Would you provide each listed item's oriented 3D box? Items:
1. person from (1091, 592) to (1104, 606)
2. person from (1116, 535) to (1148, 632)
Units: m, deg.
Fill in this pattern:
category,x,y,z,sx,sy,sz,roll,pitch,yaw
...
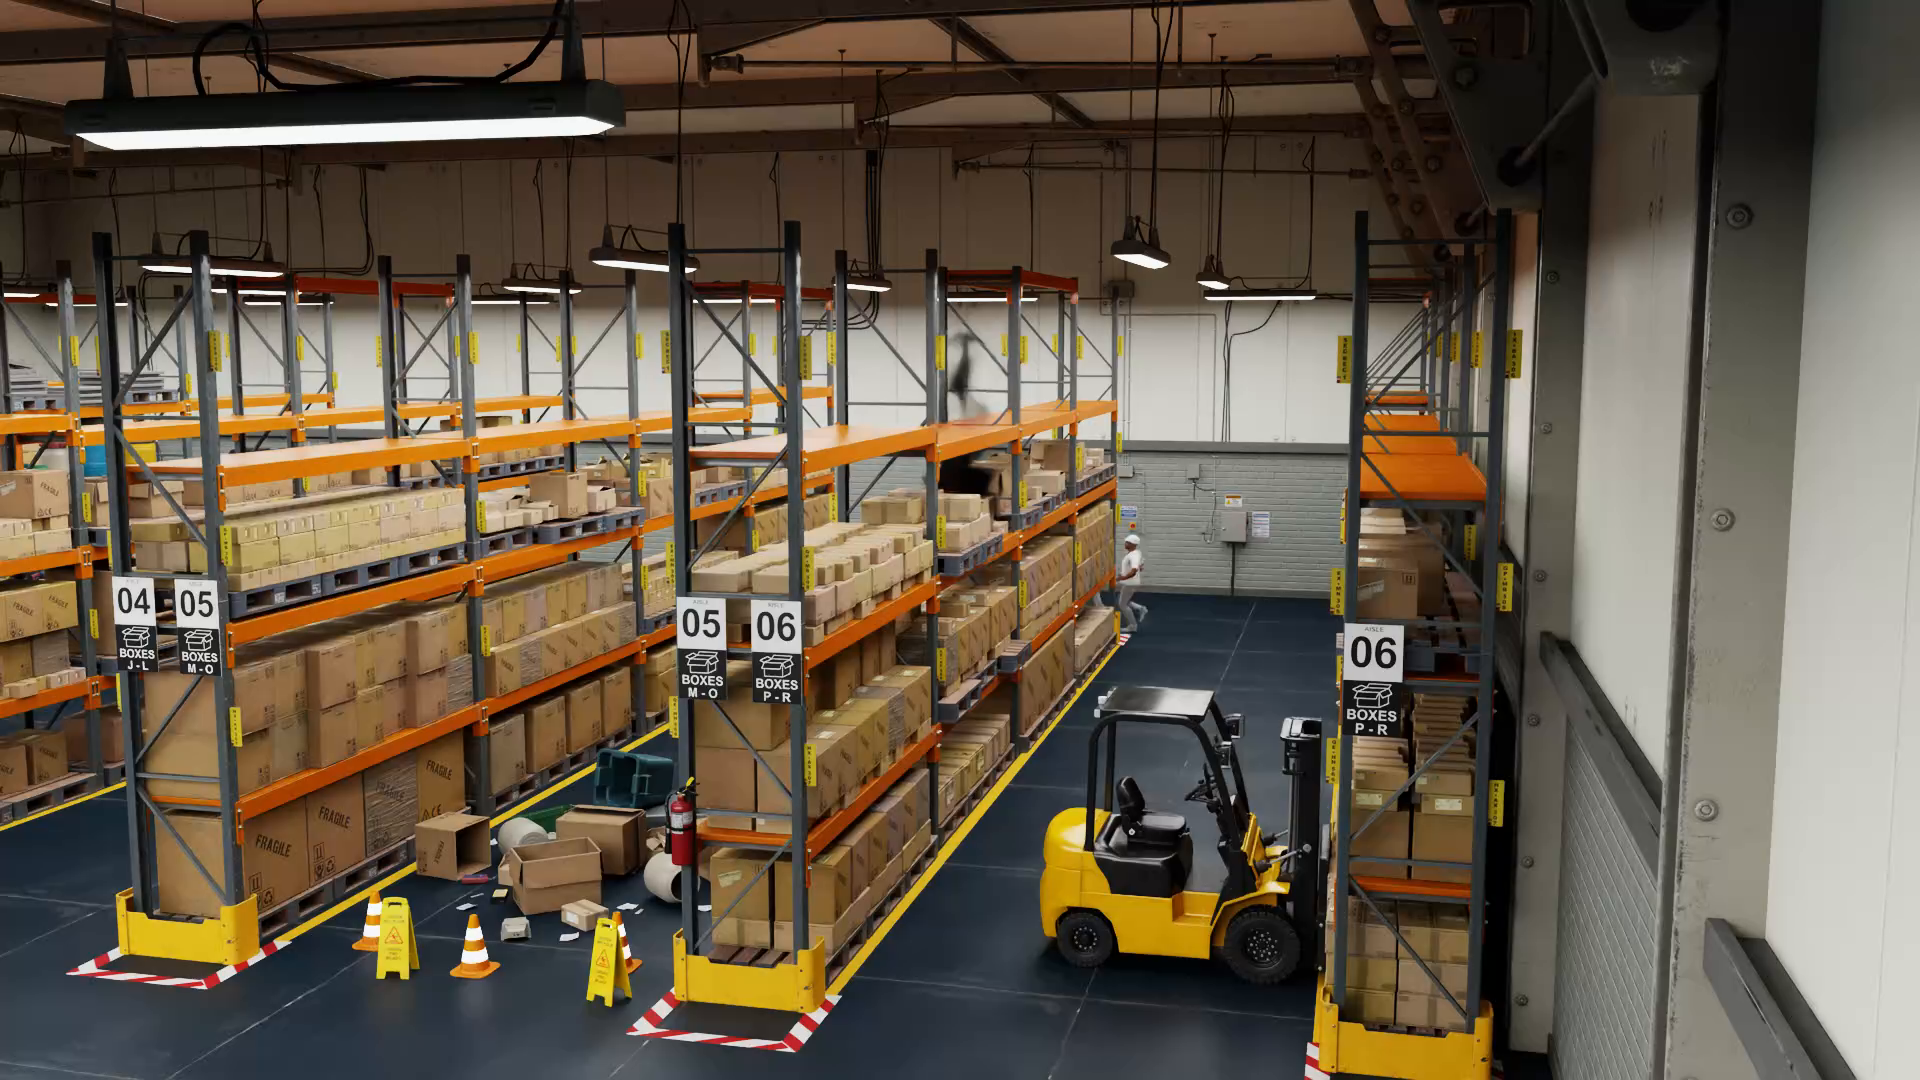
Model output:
category,x,y,z,sx,sy,sz,roll,pitch,yaw
person,2.302,0.511,31.074,0.778,1.853,0.633,-1,7,-11
person,3.015,0.762,29.205,0.587,1.722,0.703,1,7,10
